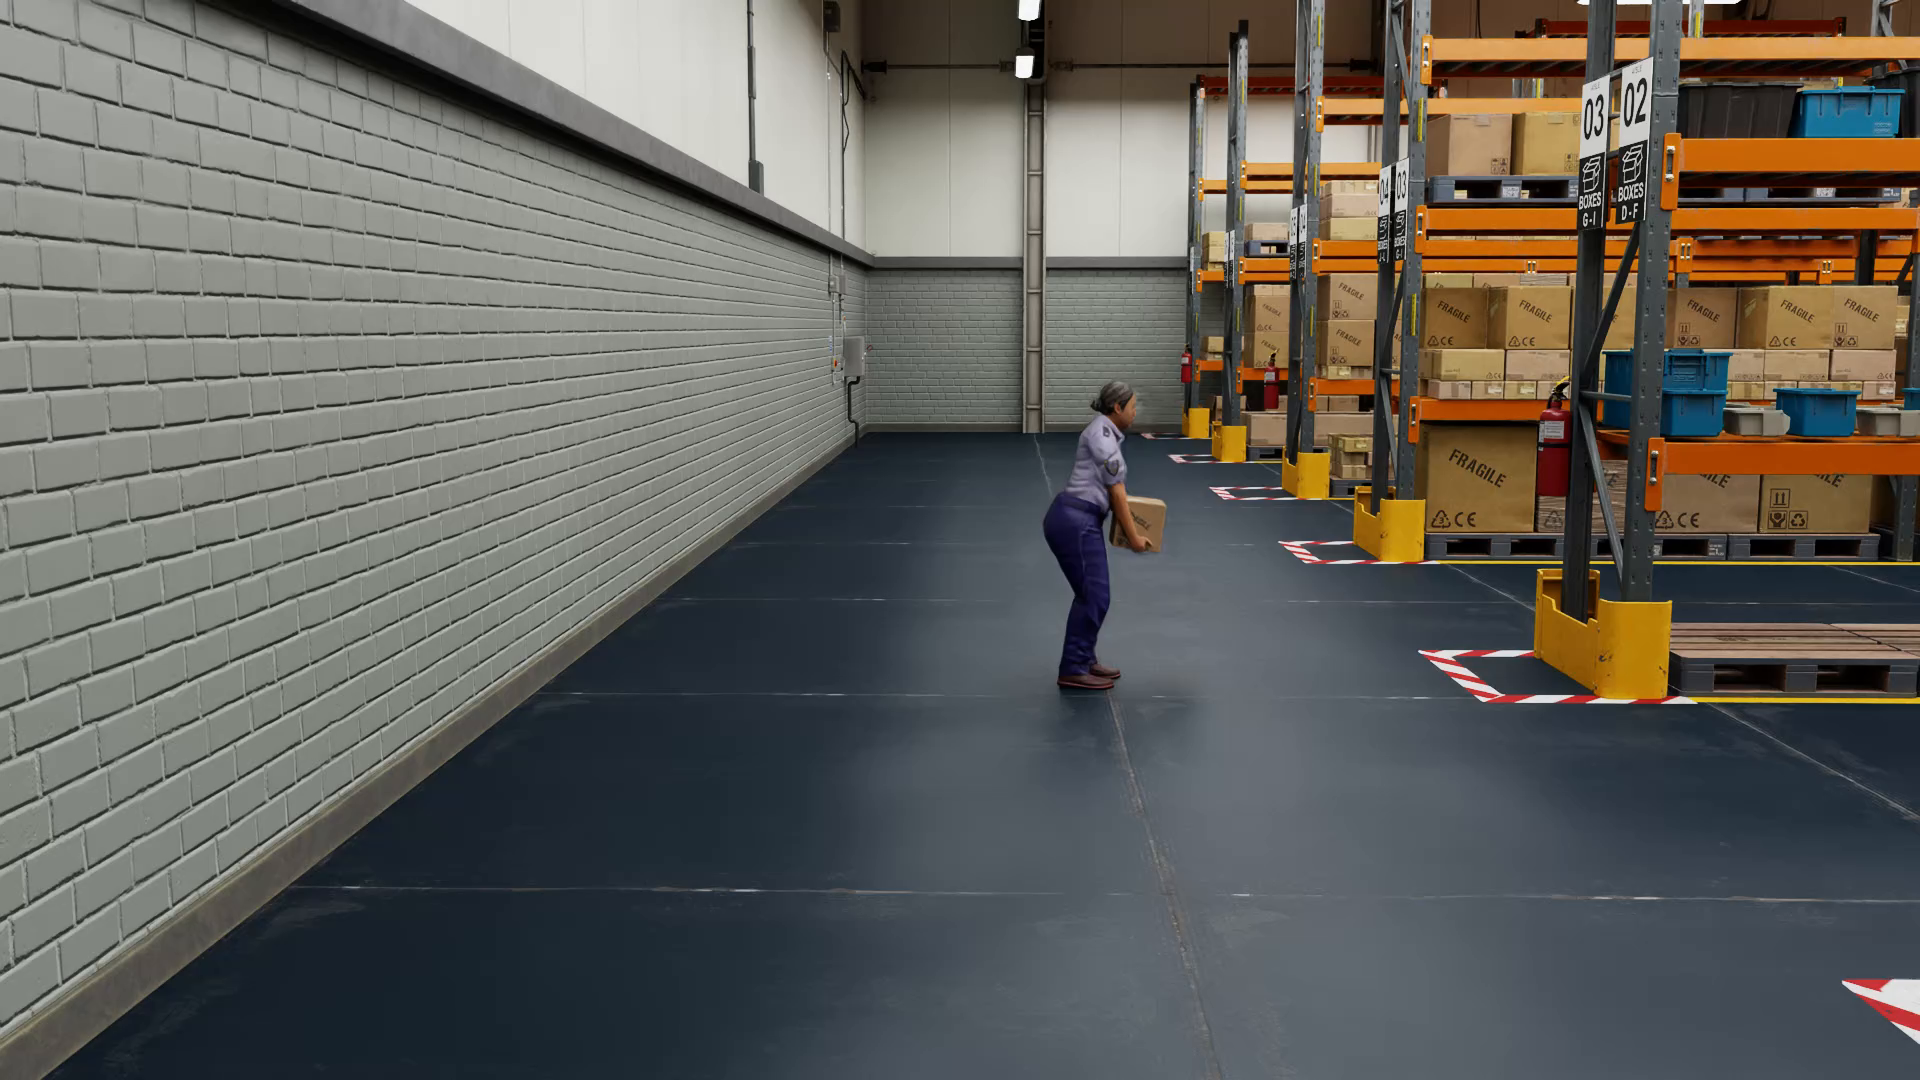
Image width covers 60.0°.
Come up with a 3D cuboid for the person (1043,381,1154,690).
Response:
[{"bbox_3d":[0.726,-0.033,8.780,0.571,1.609,0.441,0,7,0],"label":"person"}]
